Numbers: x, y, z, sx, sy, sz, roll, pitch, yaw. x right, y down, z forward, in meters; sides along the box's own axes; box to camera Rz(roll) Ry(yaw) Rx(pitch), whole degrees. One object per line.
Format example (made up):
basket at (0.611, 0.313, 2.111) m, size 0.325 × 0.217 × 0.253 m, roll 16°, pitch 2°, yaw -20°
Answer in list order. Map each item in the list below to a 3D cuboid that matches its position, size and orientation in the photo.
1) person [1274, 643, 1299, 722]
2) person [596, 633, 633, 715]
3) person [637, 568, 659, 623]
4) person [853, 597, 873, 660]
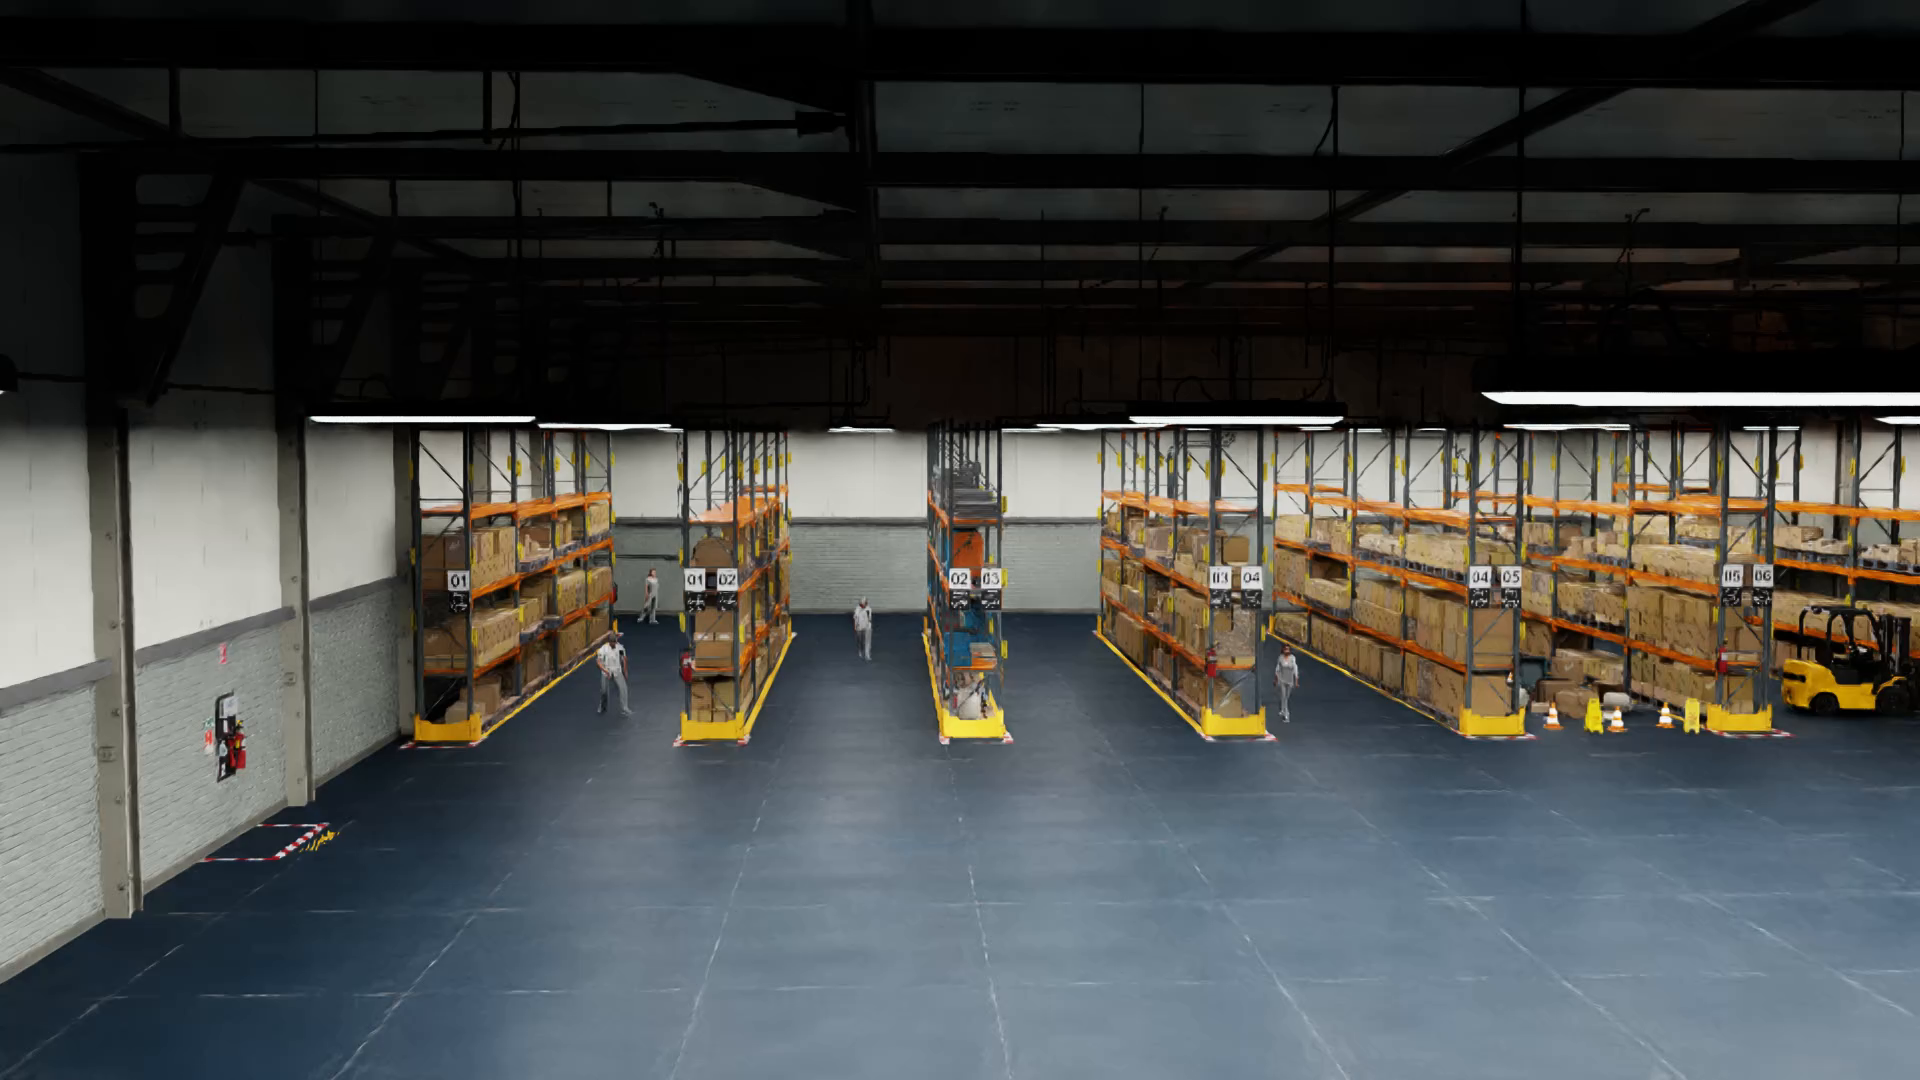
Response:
person at (6.522, 2.818, 33.199) m, size 0.430 × 1.539 × 0.949 m, roll 0°, pitch 4°, yaw -4°
person at (-7.059, 2.701, 33.858) m, size 0.701 × 1.693 × 0.857 m, roll -1°, pitch 4°, yaw -19°
person at (-9.433, 1.675, 50.270) m, size 0.650 × 1.665 × 0.495 m, roll -3°, pitch 5°, yaw -44°
person at (-2.454, 2.204, 42.130) m, size 0.497 × 1.547 × 1.070 m, roll 0°, pitch 4°, yaw 0°
